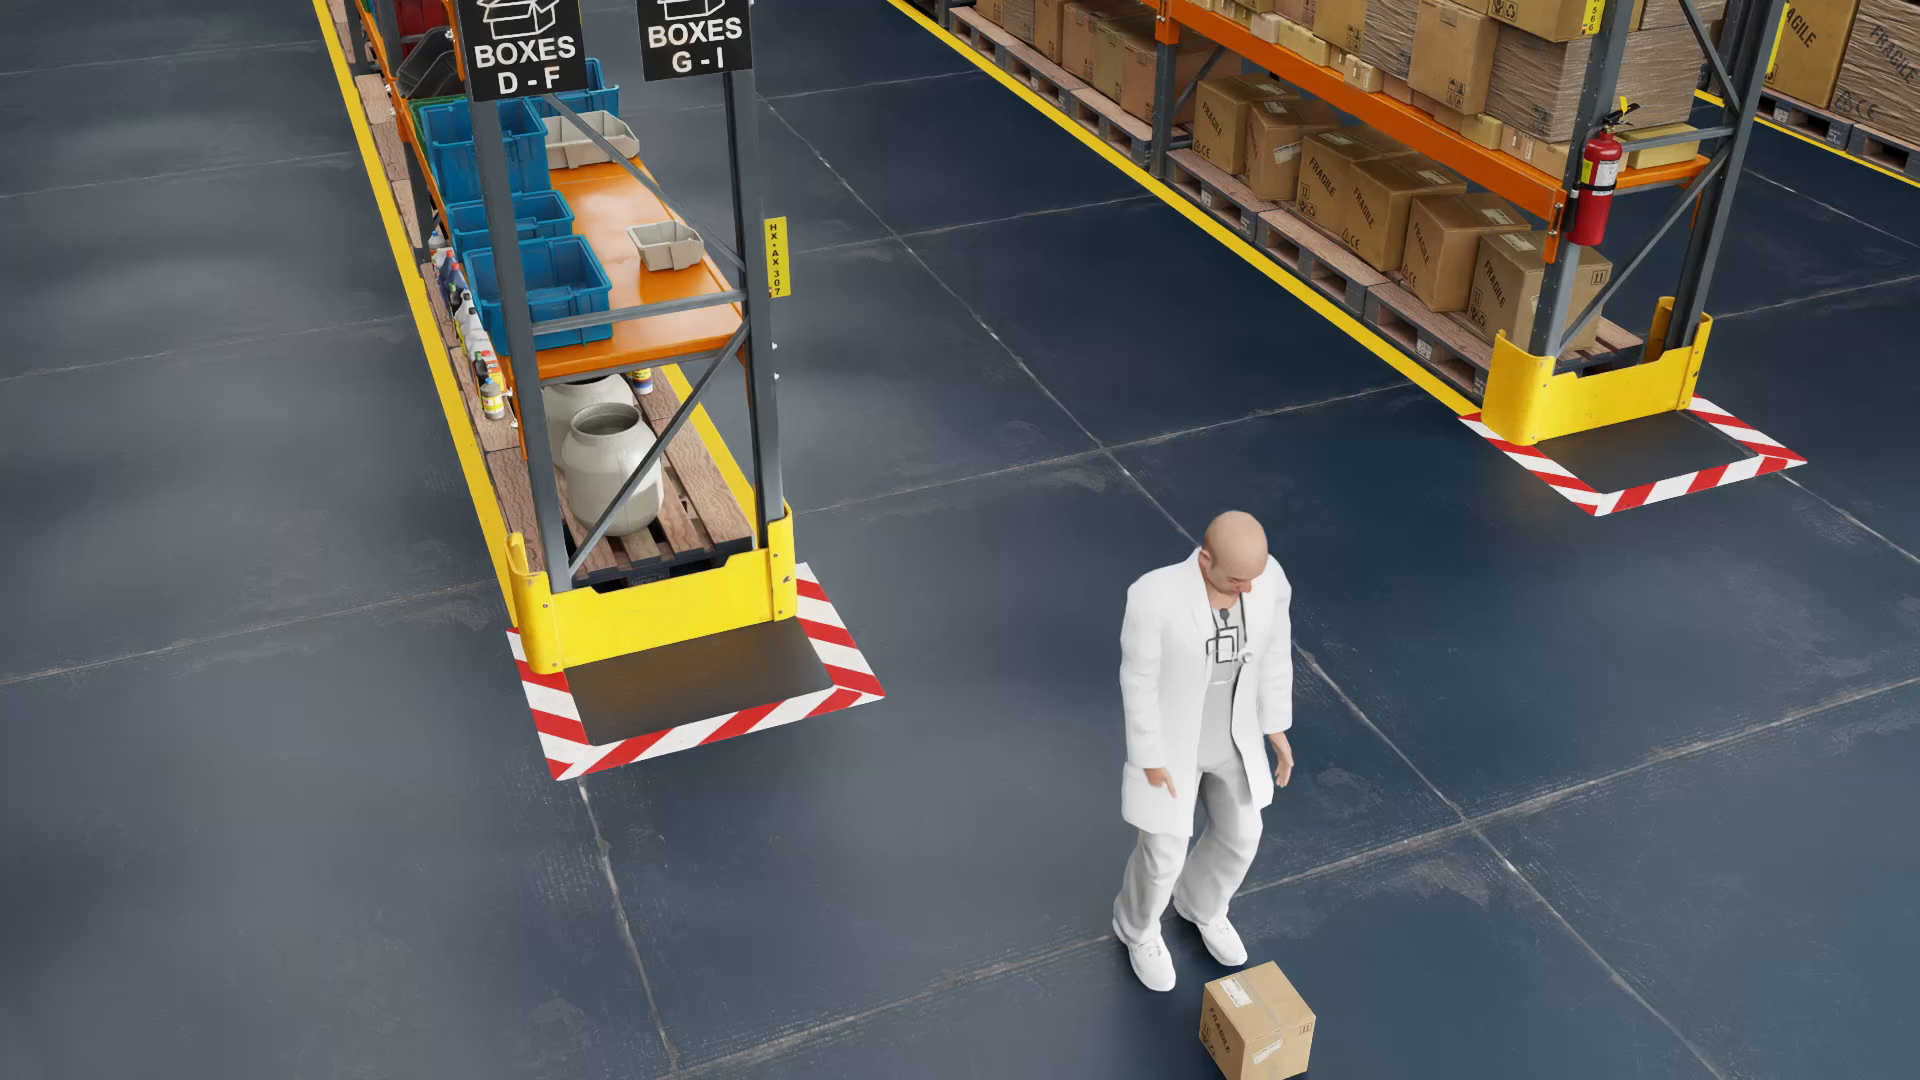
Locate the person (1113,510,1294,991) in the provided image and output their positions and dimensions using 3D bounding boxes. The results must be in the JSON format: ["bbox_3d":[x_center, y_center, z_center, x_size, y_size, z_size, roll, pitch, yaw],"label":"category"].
[{"bbox_3d":[0.765,0.640,5.205,0.579,1.753,0.395,-12,35,-18],"label":"person"}]
